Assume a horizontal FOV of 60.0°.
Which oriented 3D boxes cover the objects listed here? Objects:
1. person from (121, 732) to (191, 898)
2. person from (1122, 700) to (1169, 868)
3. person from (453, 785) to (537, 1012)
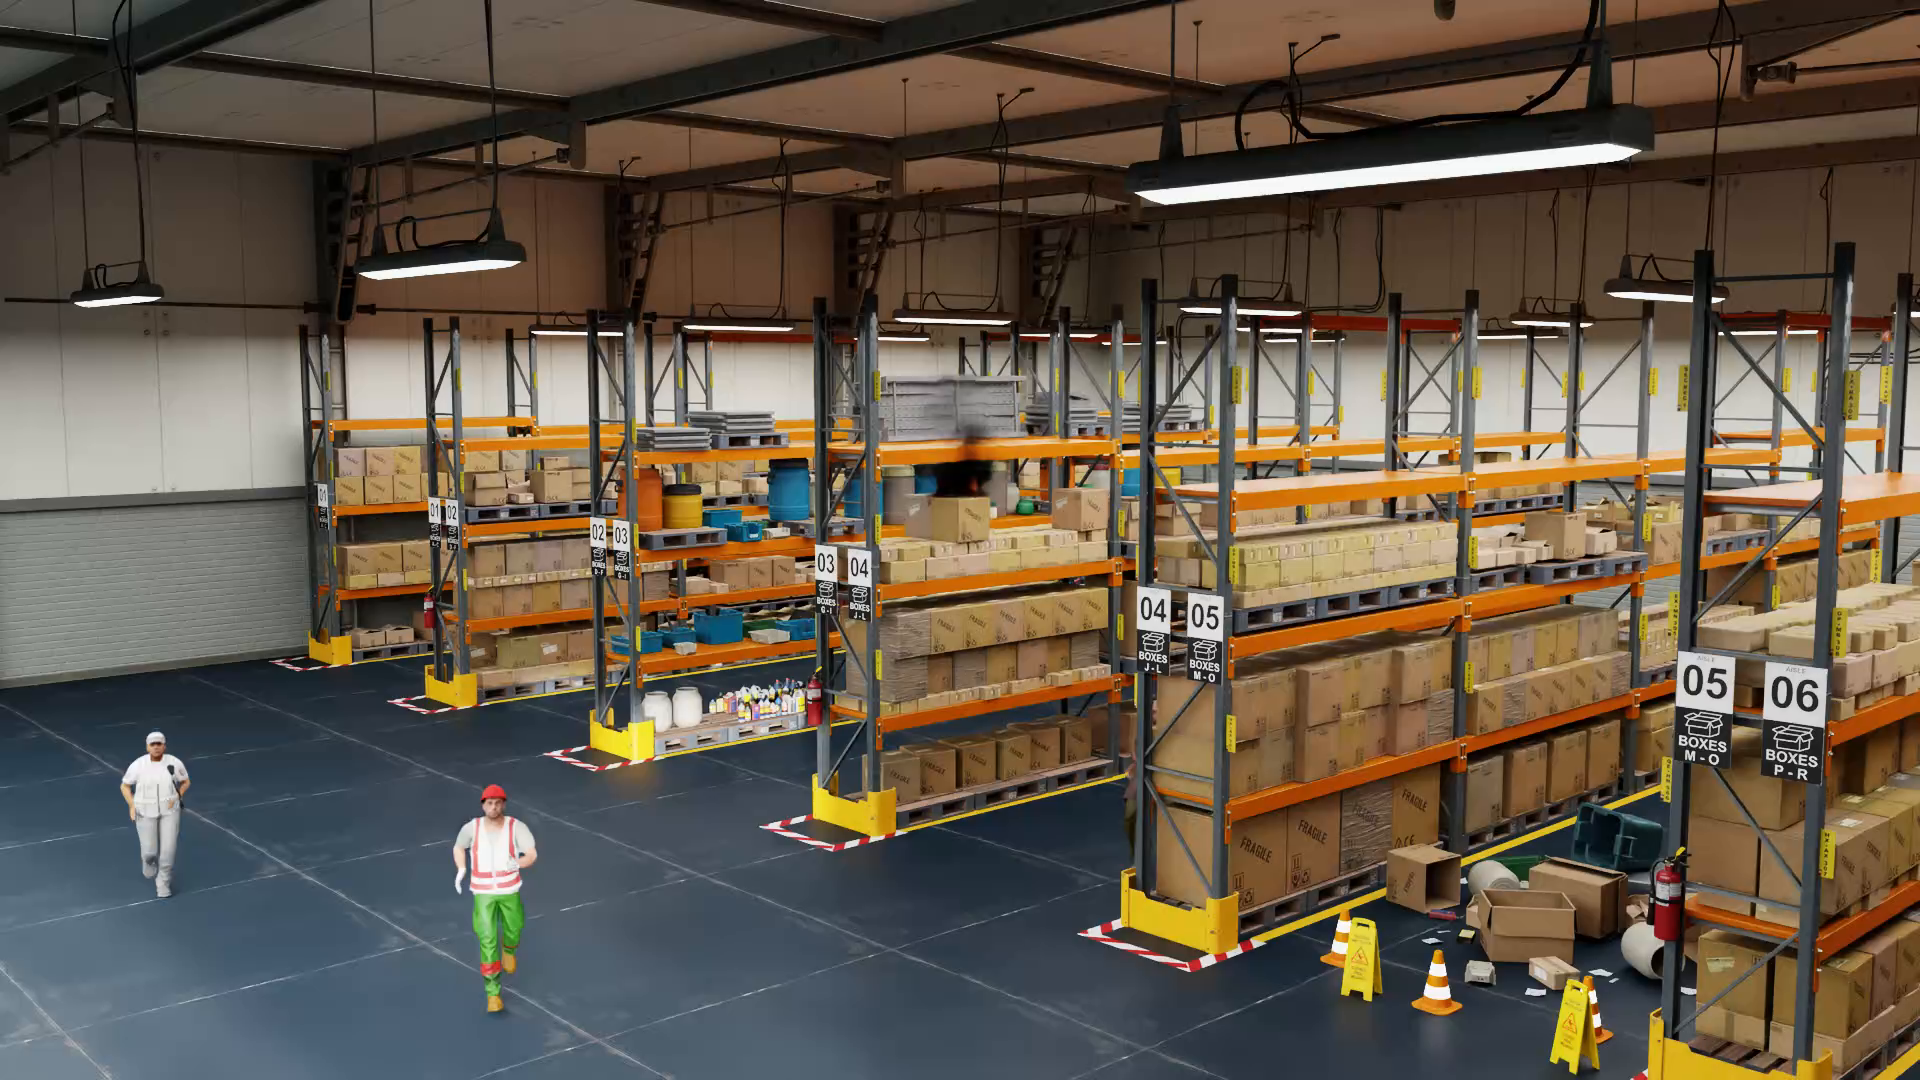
[{"bbox_3d":[-7.956,2.698,16.492,0.622,1.620,0.566,-3,7,-31],"label":"person"},{"bbox_3d":[1.976,2.560,17.152,0.658,1.834,0.809,4,7,37],"label":"person"},{"bbox_3d":[-3.822,2.890,13.705,0.667,1.768,0.967,-2,6,-16],"label":"person"}]
